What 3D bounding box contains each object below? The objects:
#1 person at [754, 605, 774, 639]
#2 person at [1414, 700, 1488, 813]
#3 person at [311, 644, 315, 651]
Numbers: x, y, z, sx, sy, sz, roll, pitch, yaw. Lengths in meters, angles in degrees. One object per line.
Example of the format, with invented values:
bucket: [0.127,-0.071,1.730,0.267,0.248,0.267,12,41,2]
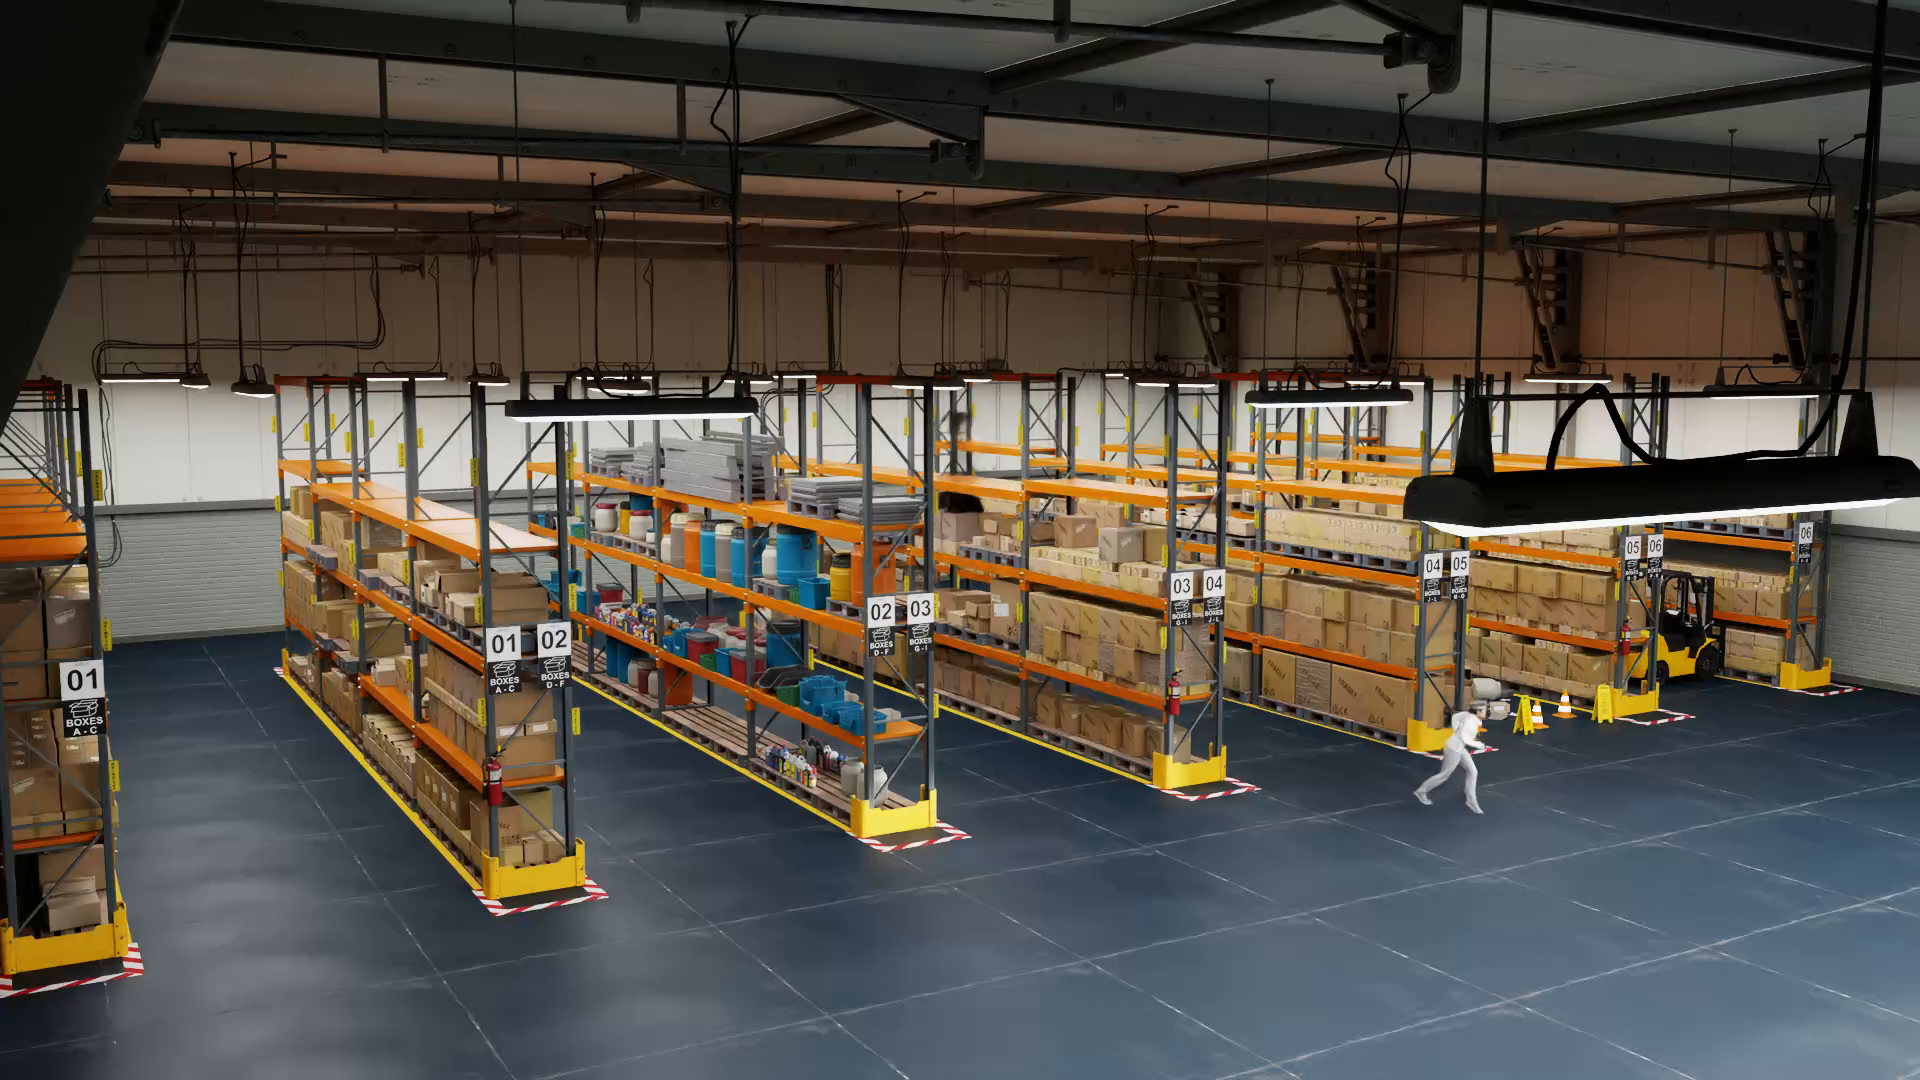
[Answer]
person: [-3.889,1.917,32.998,0.574,1.619,0.758,-5,8,-37]
person: [6.879,3.021,23.313,0.964,1.627,0.657,2,6,14]
person: [-13.330,1.626,35.265,0.945,1.754,0.667,1,6,12]
